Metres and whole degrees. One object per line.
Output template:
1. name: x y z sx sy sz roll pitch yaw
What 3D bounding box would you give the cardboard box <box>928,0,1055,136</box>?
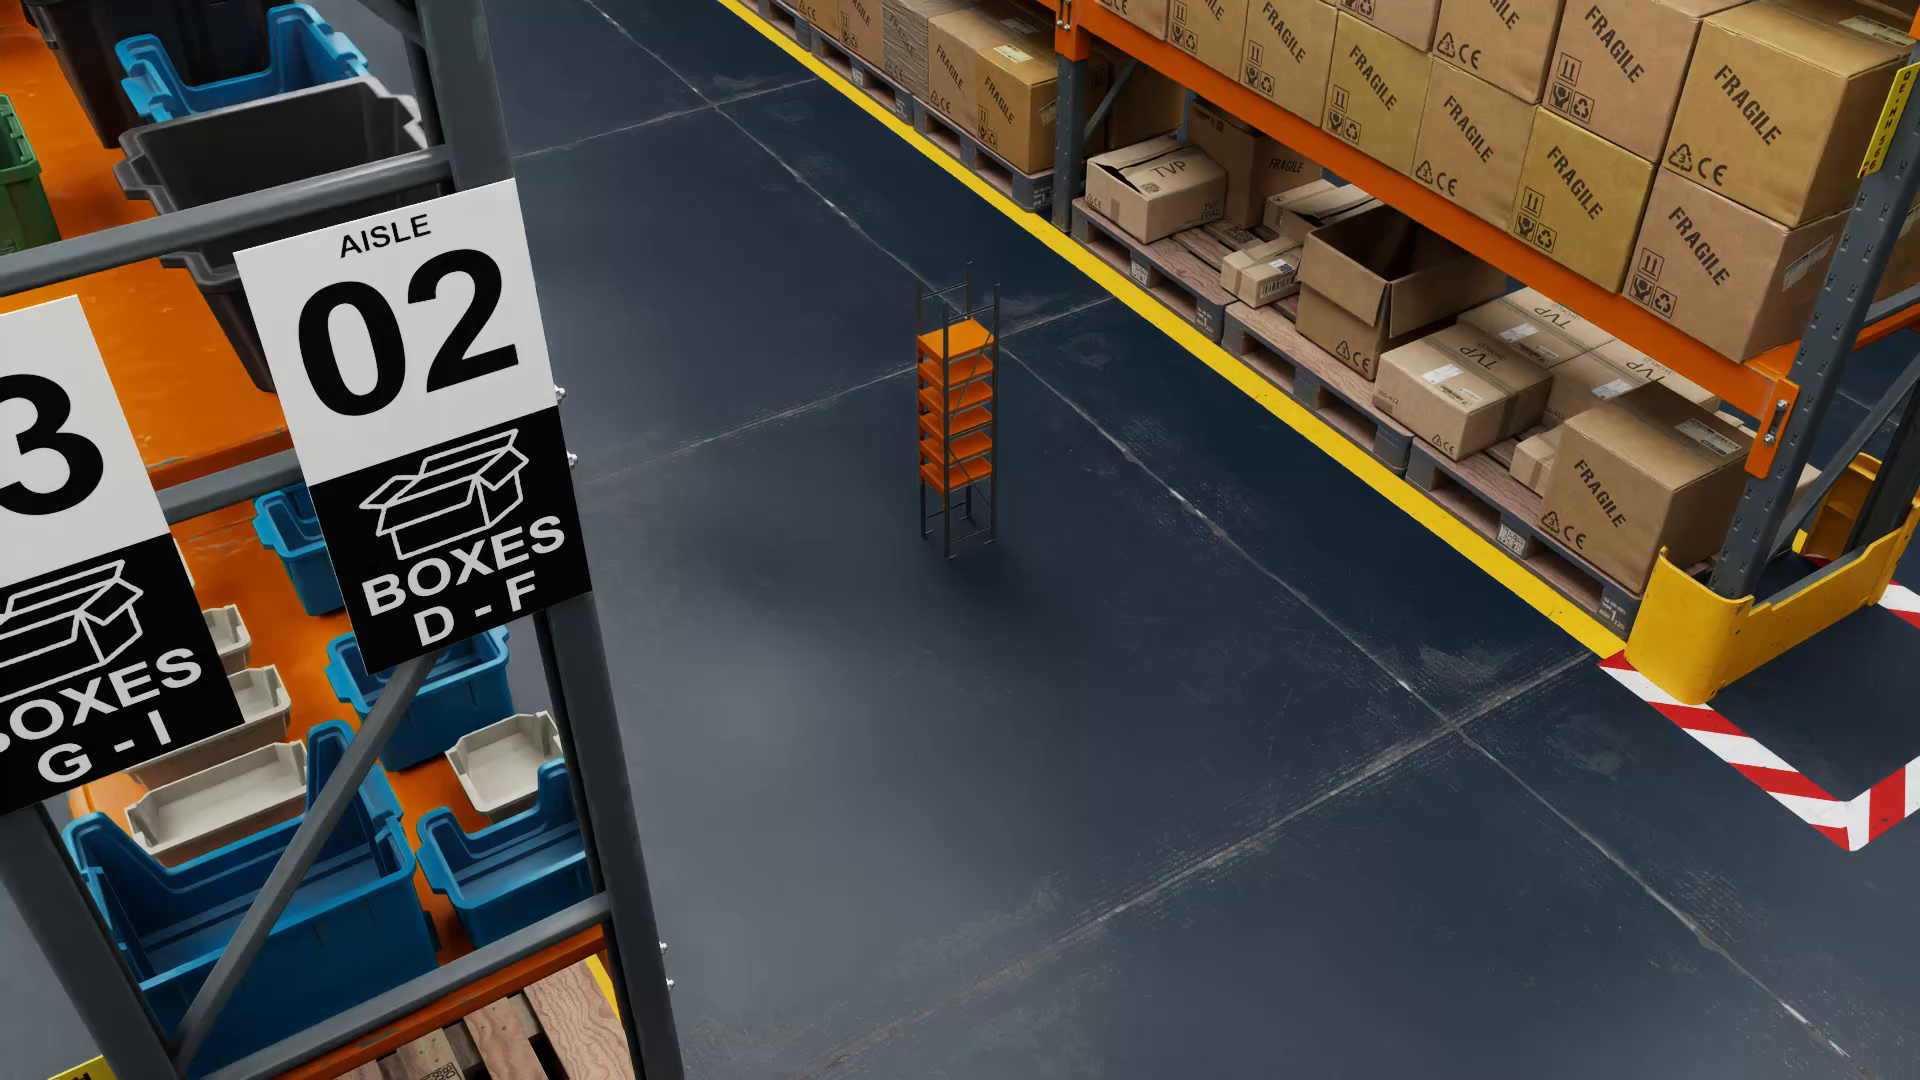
1. cardboard box: 0.168 -2.594 9.129 0.500 0.500 0.500 -22 45 -24

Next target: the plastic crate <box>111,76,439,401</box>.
1. plastic crate: -1.066 -0.492 2.756 0.497 0.269 0.590 -22 45 -24

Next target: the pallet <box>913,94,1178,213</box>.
1. pallet: 0.465 -2.302 9.348 1.003 0.211 1.213 -22 45 -24

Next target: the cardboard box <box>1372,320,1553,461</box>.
1. cardboard box: 2.099 -0.633 6.971 0.500 0.250 0.500 -22 45 -24

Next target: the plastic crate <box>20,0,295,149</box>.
1. plastic crate: -1.683 -1.134 3.472 0.504 0.338 0.767 -22 45 -24

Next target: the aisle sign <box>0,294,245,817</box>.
1. aisle sign: -1.302 0.055 2.310 0.394 0.787 0.004 -22 45 -24

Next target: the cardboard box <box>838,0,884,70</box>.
1. cardboard box: -0.376 -3.138 9.782 0.500 0.500 0.500 -24 45 -26

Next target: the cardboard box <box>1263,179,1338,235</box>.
1. cardboard box: 1.732 -1.630 8.246 0.380 0.149 0.250 -22 45 -24

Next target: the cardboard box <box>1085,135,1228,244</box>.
1. cardboard box: 0.977 -1.783 8.303 0.500 0.311 0.500 -22 45 -24

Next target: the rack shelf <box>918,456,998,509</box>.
1. rack shelf: -0.008 -0.250 6.557 0.258 0.103 0.180 -22 45 -24

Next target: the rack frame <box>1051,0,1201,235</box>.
1. rack frame: 0.934 -2.948 7.944 1.000 3.000 0.127 -22 45 -24

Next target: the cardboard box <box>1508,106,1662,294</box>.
1. cardboard box: 2.332 -1.254 5.834 0.500 0.500 0.500 -22 45 -24

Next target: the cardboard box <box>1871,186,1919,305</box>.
1. cardboard box: 3.068 -1.157 5.718 0.500 0.500 0.500 -21 44 -24

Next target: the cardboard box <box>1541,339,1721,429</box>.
1. cardboard box: 2.763 -0.562 6.886 0.500 0.250 0.500 -22 45 -24

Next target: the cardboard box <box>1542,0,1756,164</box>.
1. cardboard box: 2.341 -1.629 5.503 0.500 0.500 0.500 -21 44 -23

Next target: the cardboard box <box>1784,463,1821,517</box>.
1. cardboard box: 3.149 -0.207 6.538 0.380 0.149 0.250 -22 45 -24

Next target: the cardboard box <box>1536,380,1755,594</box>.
1. cardboard box: 2.585 -0.206 6.263 0.500 0.500 0.500 -22 45 -24

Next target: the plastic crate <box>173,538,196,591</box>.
1. plastic crate: -2.174 0.158 4.376 0.298 0.136 0.250 -22 45 -24

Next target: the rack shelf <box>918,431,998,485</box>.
1. rack shelf: -0.008 -0.342 6.481 0.258 0.103 0.180 -22 45 -24

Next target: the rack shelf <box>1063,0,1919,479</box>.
1. rack shelf: 2.009 -1.592 6.879 1.077 0.370 4.000 -22 45 -24

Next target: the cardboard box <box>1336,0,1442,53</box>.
1. cardboard box: 1.782 -2.185 6.170 0.500 0.500 0.500 -21 44 -23

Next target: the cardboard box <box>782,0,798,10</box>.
1. cardboard box: -0.927 -3.691 10.445 0.500 0.500 0.500 -24 45 -26

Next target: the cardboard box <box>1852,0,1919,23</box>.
1. cardboard box: 3.068 -1.542 5.398 0.500 0.500 0.500 -21 44 -23

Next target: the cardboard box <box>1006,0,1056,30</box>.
1. cardboard box: 0.583 -2.786 9.359 0.500 0.500 0.500 -22 44 -24

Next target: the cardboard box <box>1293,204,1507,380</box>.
1. cardboard box: 1.948 -1.145 7.388 0.797 0.503 0.637 -22 45 -24

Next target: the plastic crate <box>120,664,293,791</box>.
1. plastic crate: -1.828 0.453 4.022 0.396 0.136 0.243 -22 45 -24

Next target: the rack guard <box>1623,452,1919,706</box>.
1. rack guard: 3.044 0.130 6.203 1.175 0.500 0.348 -22 45 -24

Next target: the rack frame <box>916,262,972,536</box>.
1. rack frame: -0.057 -0.518 6.435 0.240 1.200 0.006 -22 45 -24

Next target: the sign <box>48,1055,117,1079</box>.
1. sign: -1.549 1.050 3.020 0.100 0.325 0.005 -22 45 -24

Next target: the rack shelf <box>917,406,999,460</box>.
1. rack shelf: -0.008 -0.435 6.404 0.258 0.103 0.180 -22 45 -24

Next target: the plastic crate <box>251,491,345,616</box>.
1. plastic crate: -1.657 -0.002 4.493 0.416 0.233 0.300 -22 45 -24

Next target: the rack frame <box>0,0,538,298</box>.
1. rack frame: -1.094 -1.391 1.389 1.000 3.000 0.127 -22 45 -24

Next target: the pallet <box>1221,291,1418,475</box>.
1. pallet: 1.962 -0.846 7.601 1.003 0.211 1.213 -22 45 -24

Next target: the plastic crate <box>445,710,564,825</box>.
1. plastic crate: -1.052 0.544 3.913 0.250 0.136 0.298 -22 45 -24

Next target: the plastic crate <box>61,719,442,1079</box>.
1. plastic crate: -1.431 0.761 3.419 0.616 0.435 0.499 -22 45 -24

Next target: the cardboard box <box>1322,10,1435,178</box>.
1. cardboard box: 1.798 -1.797 6.486 0.500 0.500 0.500 -23 45 -25

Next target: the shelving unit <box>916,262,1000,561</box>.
1. shelving unit: -0.008 -0.469 6.375 0.258 1.200 0.189 -22 45 -24

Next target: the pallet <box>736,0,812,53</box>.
1. pallet: -0.847 -3.619 10.929 1.003 0.211 1.213 -22 45 -24

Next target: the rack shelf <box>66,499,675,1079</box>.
1. rack shelf: -2.169 0.111 4.835 1.077 0.370 4.000 -22 45 -24

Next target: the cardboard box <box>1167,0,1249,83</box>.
1. cardboard box: 1.256 -2.342 7.139 0.500 0.500 0.500 -21 44 -24
